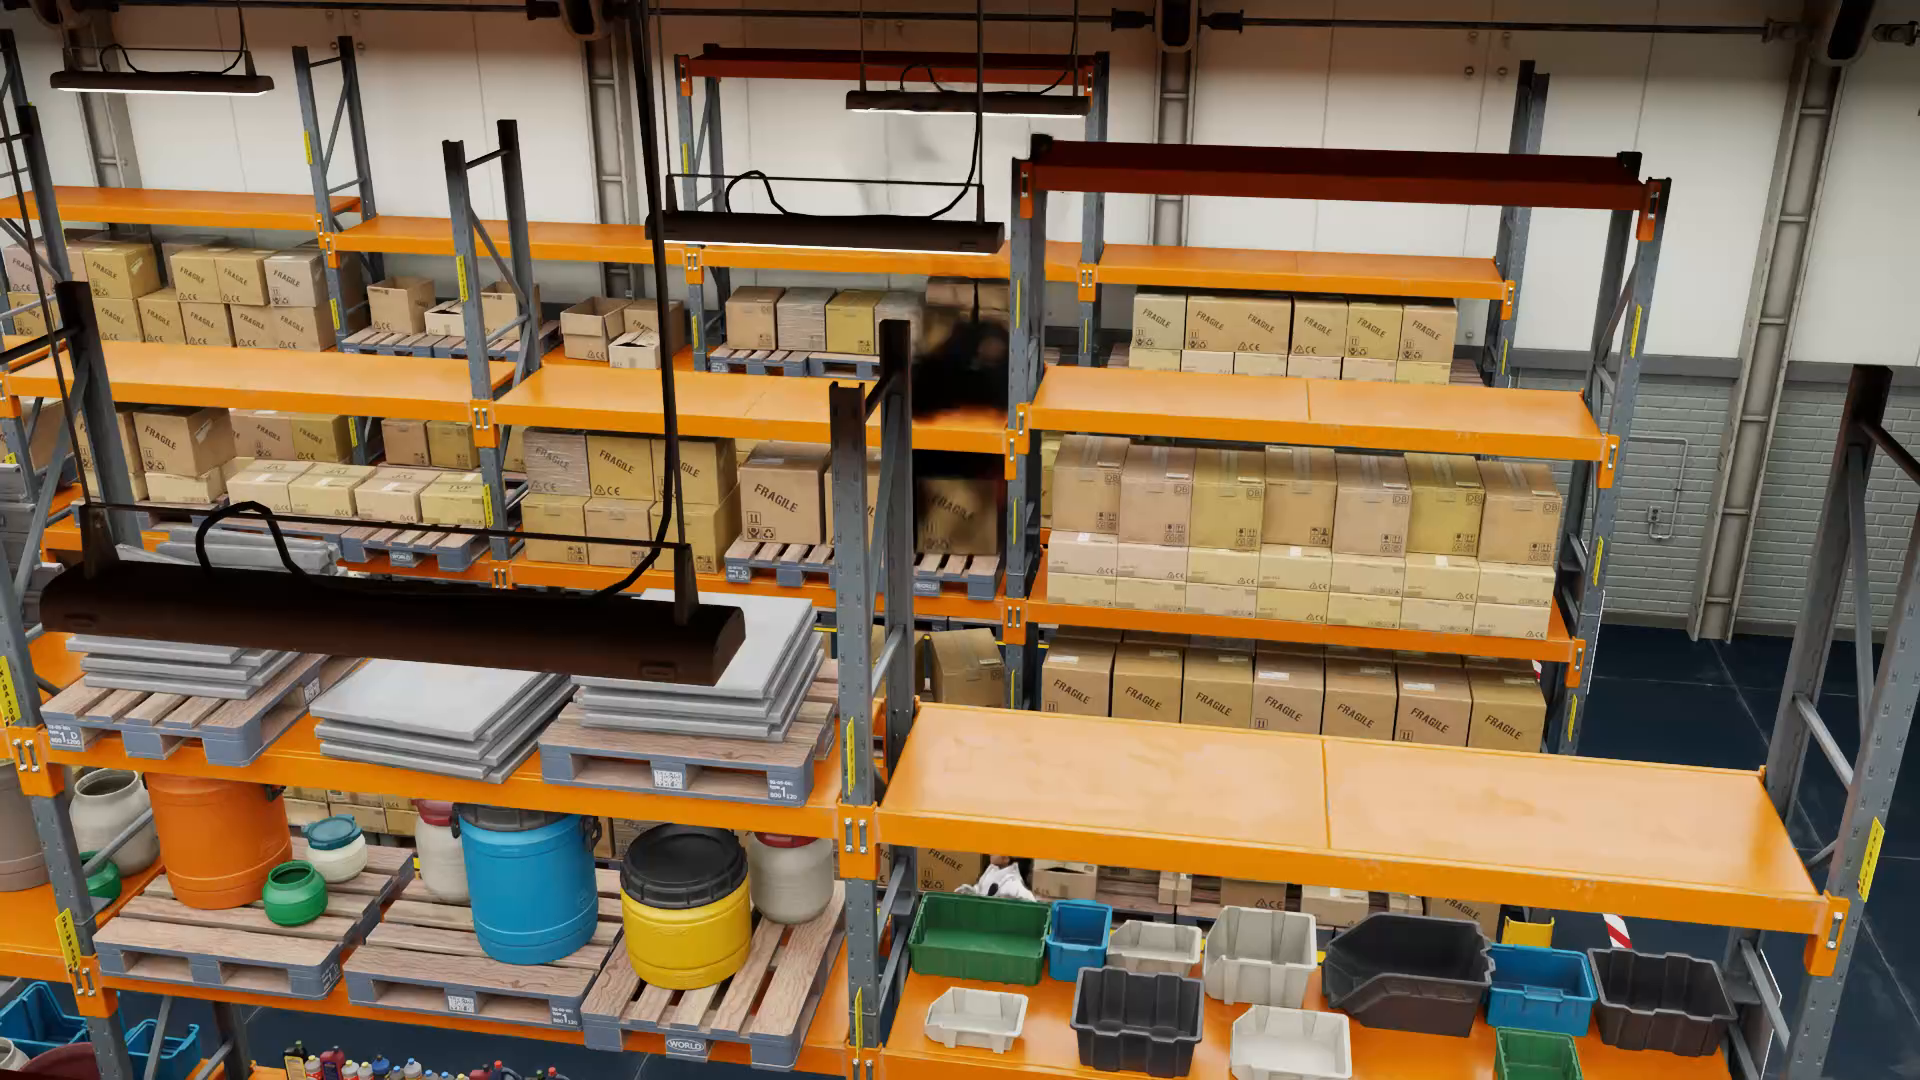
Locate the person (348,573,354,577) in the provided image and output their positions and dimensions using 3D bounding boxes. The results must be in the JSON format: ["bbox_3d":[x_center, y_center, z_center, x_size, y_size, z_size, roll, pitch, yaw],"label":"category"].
[{"bbox_3d":[-6.077,0.874,15.956,0.988,1.757,0.697,2,23,4],"label":"person"}]

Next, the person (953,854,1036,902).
[{"bbox_3d":[0.303,2.773,11.617,0.778,1.726,0.600,1,23,2],"label":"person"}]
